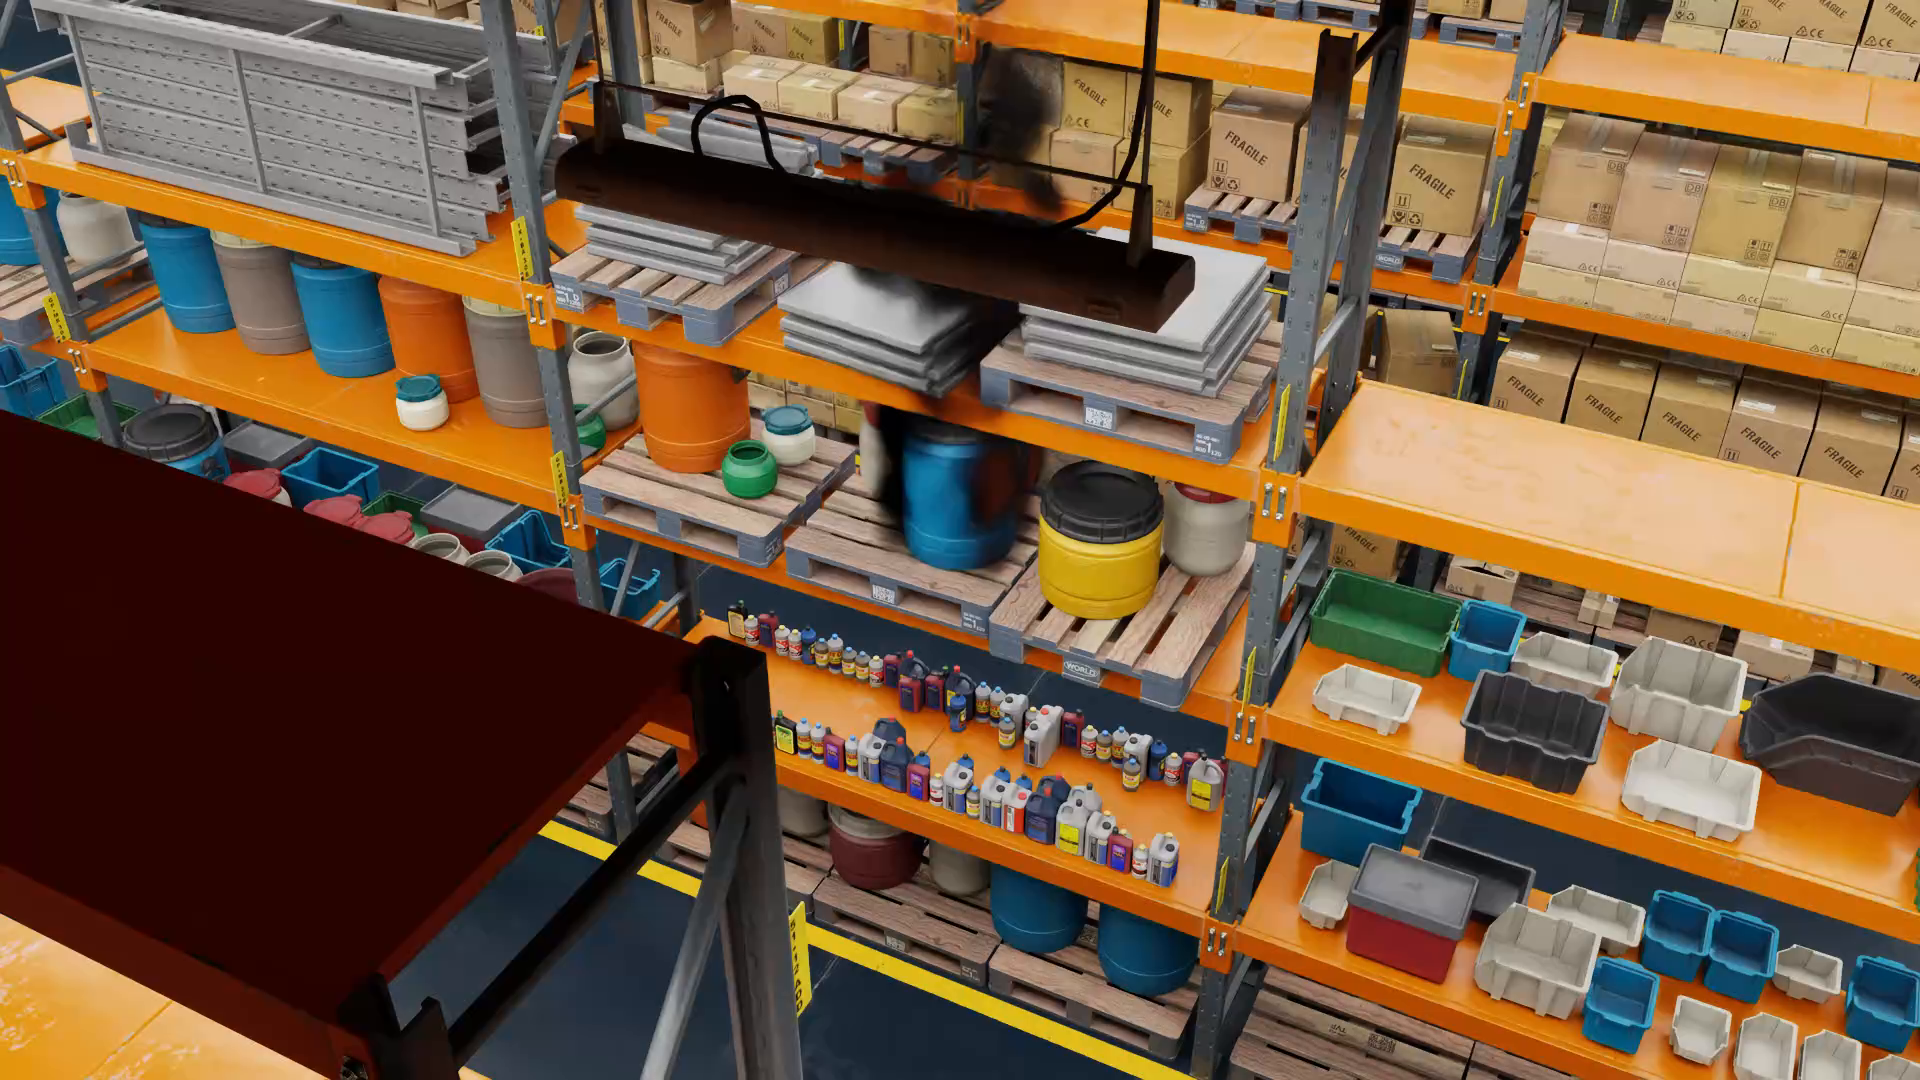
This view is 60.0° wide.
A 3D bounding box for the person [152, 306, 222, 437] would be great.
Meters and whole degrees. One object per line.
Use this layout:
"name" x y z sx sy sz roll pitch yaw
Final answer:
"person" -6.441 -1.163 13.963 0.866 1.791 0.679 28 44 34
